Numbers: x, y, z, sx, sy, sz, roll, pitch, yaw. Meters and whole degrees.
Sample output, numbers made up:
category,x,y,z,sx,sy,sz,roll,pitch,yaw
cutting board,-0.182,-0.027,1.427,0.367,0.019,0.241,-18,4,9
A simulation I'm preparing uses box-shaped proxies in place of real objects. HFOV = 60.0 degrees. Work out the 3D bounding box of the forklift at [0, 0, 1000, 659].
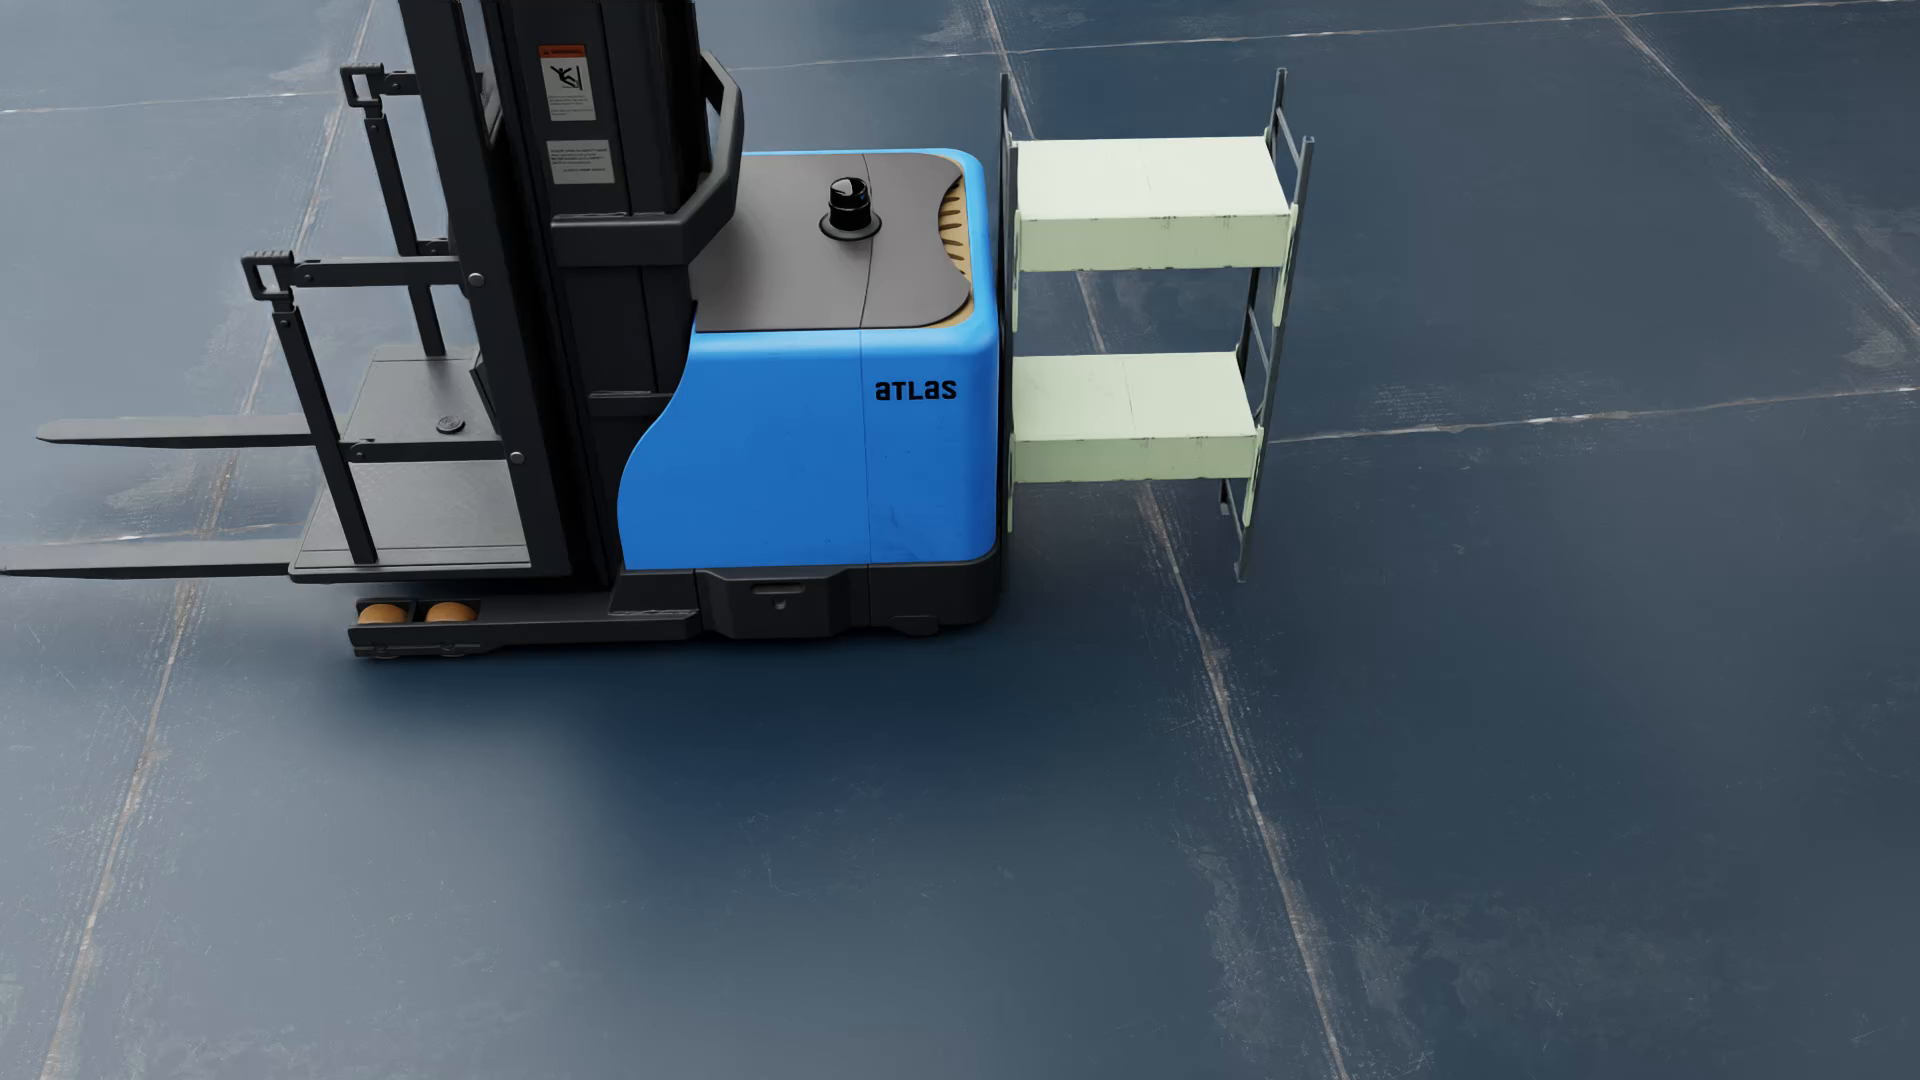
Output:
category,x,y,z,sx,sy,sz,roll,pitch,yaw
forklift,-1.415,-1.103,4.285,3.031,2.935,1.130,-1,42,-2

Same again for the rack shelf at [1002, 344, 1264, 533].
category,x,y,z,sx,sy,sz,roll,pitch,yaw
rack shelf,0.491,-0.306,4.956,0.720,0.370,0.431,-1,42,-2

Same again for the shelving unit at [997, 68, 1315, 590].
category,x,y,z,sx,sy,sz,roll,pitch,yaw
shelving unit,0.491,-0.548,4.737,0.755,1.500,0.431,-1,42,-2

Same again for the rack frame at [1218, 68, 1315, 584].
category,x,y,z,sx,sy,sz,roll,pitch,yaw
rack frame,0.857,-0.557,4.748,0.023,1.500,0.400,-1,42,-2

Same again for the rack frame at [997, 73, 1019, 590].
category,x,y,z,sx,sy,sz,roll,pitch,yaw
rack frame,0.125,-0.538,4.727,0.023,1.500,0.400,-1,42,-2

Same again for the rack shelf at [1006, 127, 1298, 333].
category,x,y,z,sx,sy,sz,roll,pitch,yaw
rack shelf,0.491,-0.838,4.476,0.720,0.370,0.431,-1,42,-2
